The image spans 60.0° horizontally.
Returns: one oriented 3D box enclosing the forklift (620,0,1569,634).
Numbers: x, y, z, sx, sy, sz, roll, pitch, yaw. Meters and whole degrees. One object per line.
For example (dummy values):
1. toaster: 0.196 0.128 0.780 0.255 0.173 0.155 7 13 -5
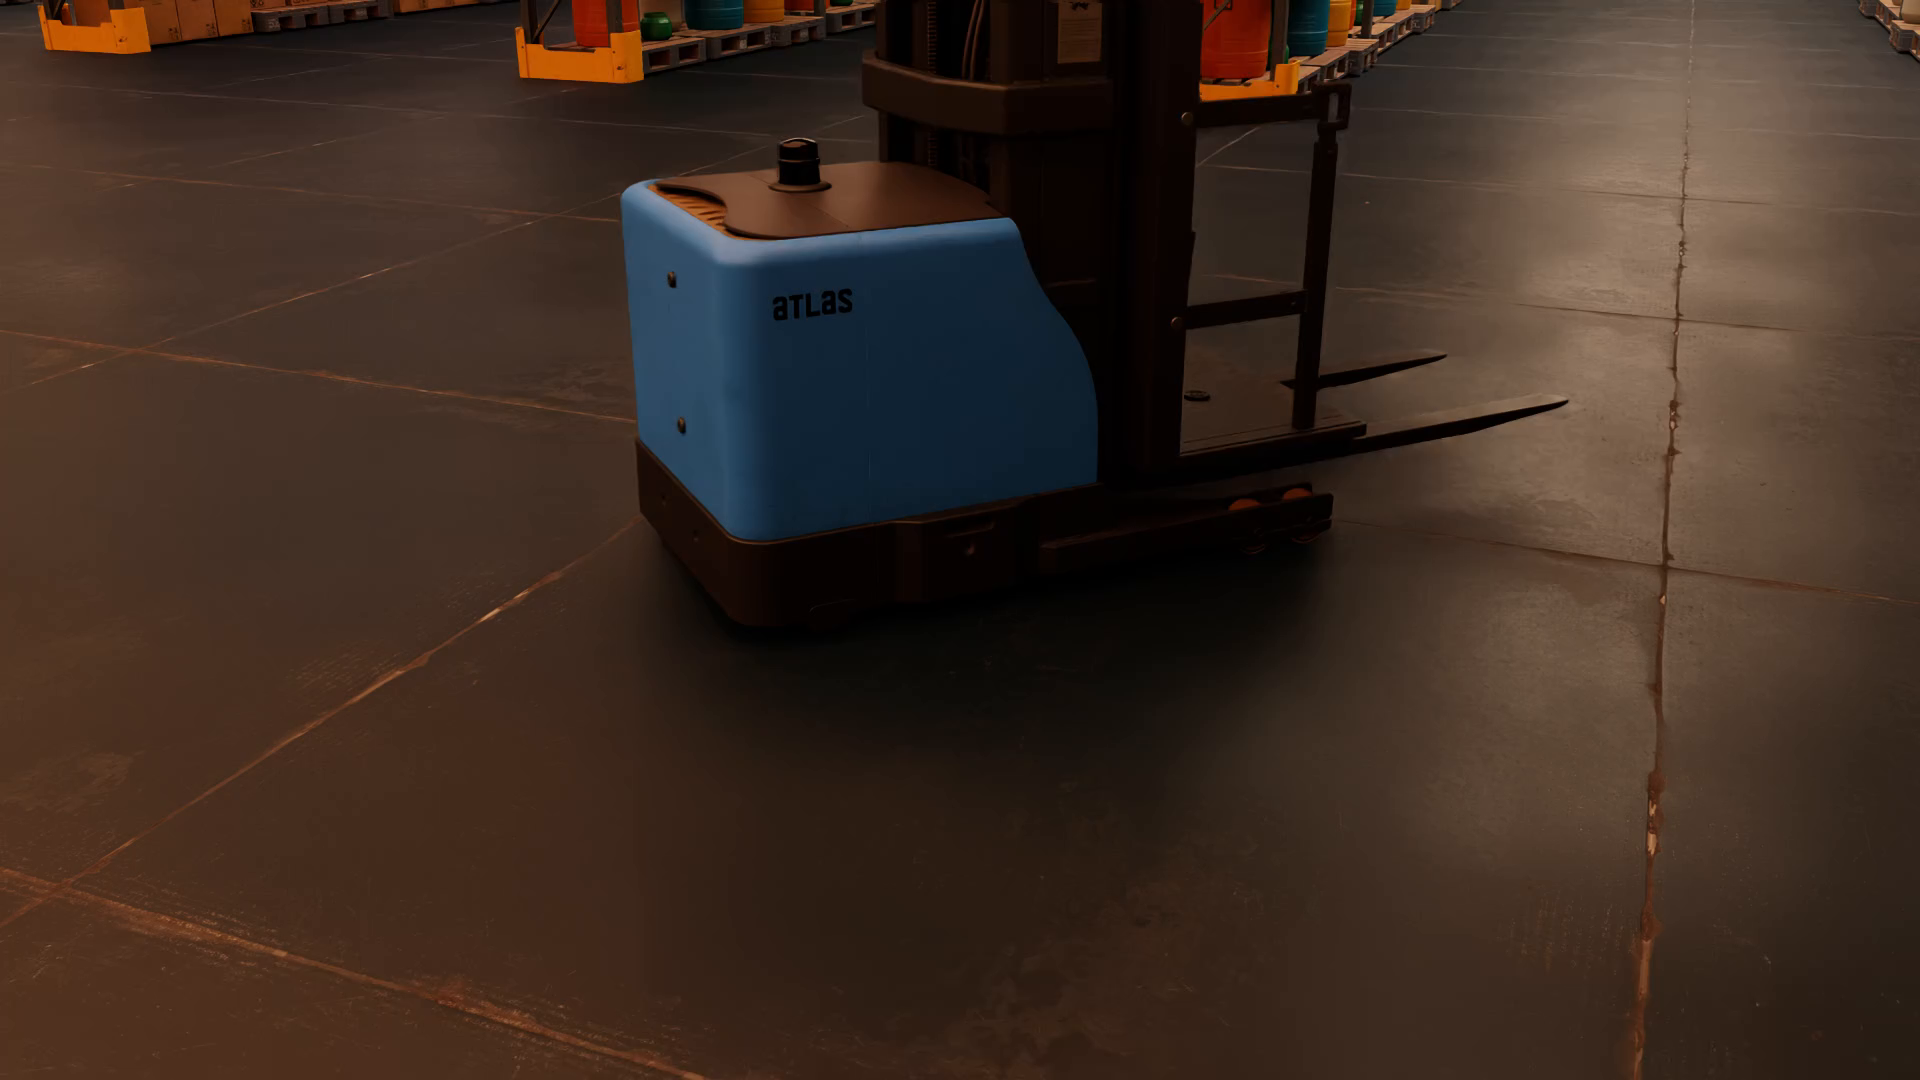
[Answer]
1. forklift: 0.566 -1.480 4.833 3.031 2.935 1.130 -11 25 -24
